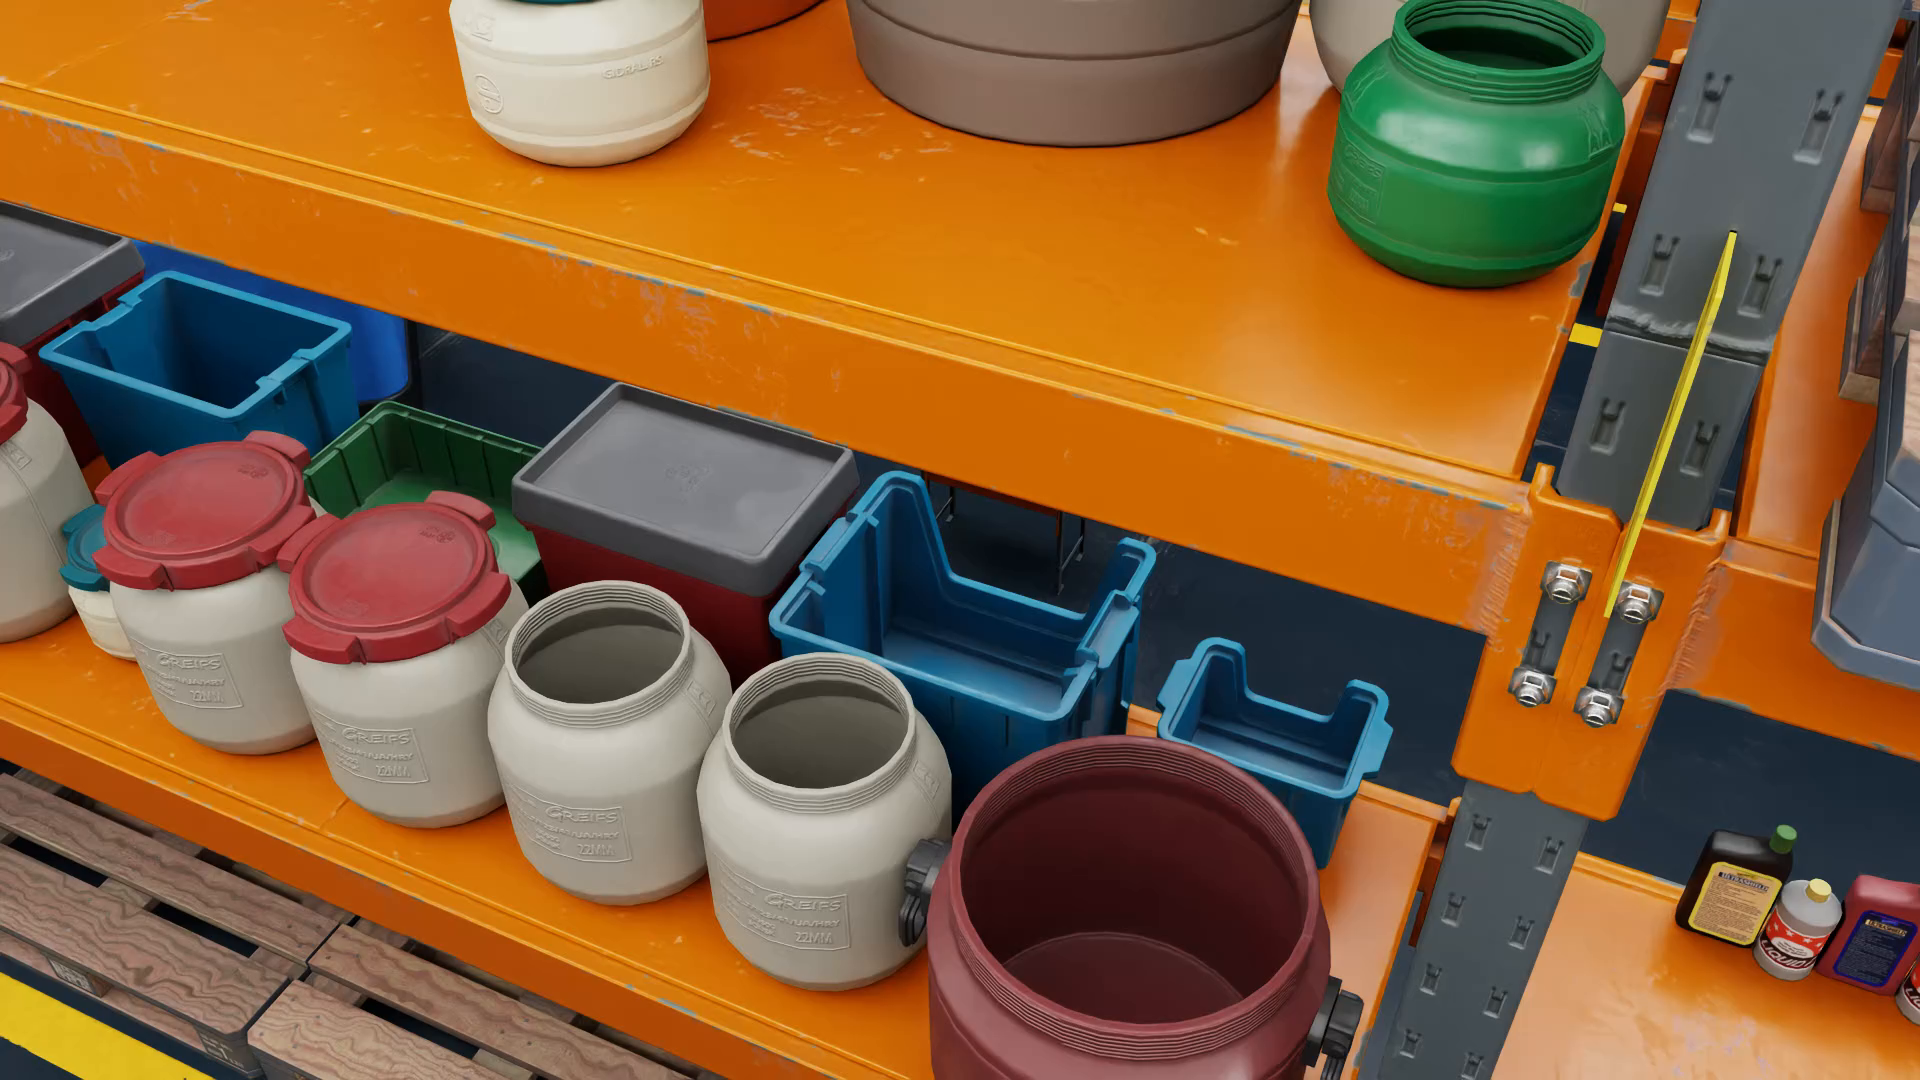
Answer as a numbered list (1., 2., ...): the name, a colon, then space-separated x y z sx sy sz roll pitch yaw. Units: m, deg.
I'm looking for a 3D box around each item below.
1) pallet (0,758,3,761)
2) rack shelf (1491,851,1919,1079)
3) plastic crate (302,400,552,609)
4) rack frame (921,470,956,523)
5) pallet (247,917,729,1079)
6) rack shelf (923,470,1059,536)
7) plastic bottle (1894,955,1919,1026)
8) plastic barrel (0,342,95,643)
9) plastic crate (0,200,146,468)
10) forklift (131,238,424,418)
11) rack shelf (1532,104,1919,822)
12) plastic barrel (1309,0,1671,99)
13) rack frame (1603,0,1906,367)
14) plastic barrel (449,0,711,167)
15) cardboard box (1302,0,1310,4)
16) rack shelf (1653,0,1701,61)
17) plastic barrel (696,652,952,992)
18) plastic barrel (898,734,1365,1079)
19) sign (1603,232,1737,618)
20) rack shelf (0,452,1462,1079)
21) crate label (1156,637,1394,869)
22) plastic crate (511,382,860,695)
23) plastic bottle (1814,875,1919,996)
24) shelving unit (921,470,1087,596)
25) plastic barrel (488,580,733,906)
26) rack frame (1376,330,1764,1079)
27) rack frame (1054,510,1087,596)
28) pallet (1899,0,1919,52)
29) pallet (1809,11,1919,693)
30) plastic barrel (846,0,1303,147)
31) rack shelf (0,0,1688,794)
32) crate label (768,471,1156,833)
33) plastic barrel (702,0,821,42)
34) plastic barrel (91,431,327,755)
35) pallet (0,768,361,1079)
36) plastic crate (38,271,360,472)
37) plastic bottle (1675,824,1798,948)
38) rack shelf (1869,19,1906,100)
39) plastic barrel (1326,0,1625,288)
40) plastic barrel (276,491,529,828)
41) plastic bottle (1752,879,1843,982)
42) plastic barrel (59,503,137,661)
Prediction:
1. pallet: -3.418 0.416 5.109 1.213 0.211 1.003 17 44 19
2. rack shelf: 2.611 1.507 2.271 4.000 0.370 1.077 17 44 19
3. plastic crate: -1.129 -0.032 3.658 0.662 0.188 0.450 17 44 19
4. rack frame: -0.071 -0.475 5.382 0.015 1.200 0.240 17 44 19
5. pallet: -0.989 1.158 4.252 1.213 0.211 1.003 17 44 19
6. rack shelf: 0.150 -0.207 5.478 0.480 0.148 0.258 17 44 19
7. plastic bottle: 1.651 0.722 2.779 0.097 0.201 0.097 0 41 0
8. plastic barrel: -2.052 -0.083 3.452 0.433 0.535 0.433 0 41 0
9. plastic crate: -2.258 -0.498 3.986 0.583 0.464 0.402 17 44 19
10. forklift: -3.529 -1.426 5.157 3.031 2.935 1.130 -11 42 -13
11. rack shelf: 2.611 0.373 1.288 4.000 0.370 1.077 17 44 19
12. plastic barrel: 0.646 -0.763 1.964 0.421 0.512 0.421 0 41 0
13. rack frame: 0.798 -1.586 0.709 0.127 3.000 1.000 17 44 19
14. plastic barrel: -0.453 -0.614 1.983 0.301 0.262 0.301 0 41 0
15. cardboard box: 1.605 -2.192 7.339 0.500 0.311 0.500 16 43 17
16. rack shelf: 1.084 -2.540 6.940 4.000 0.370 1.077 17 44 19
17. plastic barrel: -0.224 0.481 2.820 0.421 0.512 0.421 0 41 0
18. plastic barrel: 0.250 0.681 2.570 0.708 0.536 0.600 17 44 19
19. sign: 0.572 -0.084 1.347 0.005 0.325 0.100 17 44 19
20. rack shelf: -1.014 0.399 3.549 4.000 0.370 1.077 17 44 19
21. crate label: 0.575 0.405 3.120 0.416 0.233 0.303 17 44 19
22. plastic crate: -0.537 0.028 3.379 0.583 0.464 0.402 17 44 19
23. plastic bottle: 1.554 0.648 2.802 0.133 0.283 0.061 17 44 19
24. shelving unit: 0.150 -0.408 5.304 0.503 1.200 0.258 17 44 19
25. plastic barrel: -0.606 0.364 2.954 0.421 0.512 0.421 0 41 0
26. rack frame: 0.798 0.681 2.674 0.127 3.000 1.000 17 44 19
27. rack frame: 0.371 -0.340 5.226 0.015 1.200 0.240 17 44 19
28. pallet: 3.540 -2.039 5.959 1.003 0.211 1.213 17 44 19
29. pallet: 1.450 -0.111 1.442 1.213 0.211 1.003 17 44 19
30. plastic barrel: 0.146 -0.998 1.938 0.600 0.901 0.600 0 41 0
31. rack shelf: -1.014 -0.734 2.566 4.000 0.370 1.077 17 44 19
32. crate label: 0.012 0.232 3.165 0.616 0.435 0.502 17 44 19
33. plastic barrel: -0.447 -1.152 2.171 0.708 0.830 0.600 17 44 19
34. plastic barrel: -1.387 0.120 3.217 0.433 0.535 0.433 0 41 0
35. pallet: -2.098 0.821 4.641 1.213 0.211 1.003 17 44 19
36. plastic crate: -1.695 -0.300 3.818 0.575 0.384 0.392 17 44 19
37. plastic bottle: 1.345 0.584 2.875 0.133 0.283 0.061 17 44 19
38. rack shelf: 4.709 -1.432 5.662 4.000 0.370 1.077 17 44 19
39. plastic barrel: 0.553 -0.432 1.786 0.294 0.245 0.294 0 41 0
40. plastic barrel: -0.995 0.240 3.079 0.433 0.535 0.433 0 41 0
41. plastic bottle: 1.442 0.658 2.853 0.097 0.201 0.097 0 41 0
42. plastic barrel: -1.692 0.083 3.469 0.301 0.262 0.301 0 41 0
